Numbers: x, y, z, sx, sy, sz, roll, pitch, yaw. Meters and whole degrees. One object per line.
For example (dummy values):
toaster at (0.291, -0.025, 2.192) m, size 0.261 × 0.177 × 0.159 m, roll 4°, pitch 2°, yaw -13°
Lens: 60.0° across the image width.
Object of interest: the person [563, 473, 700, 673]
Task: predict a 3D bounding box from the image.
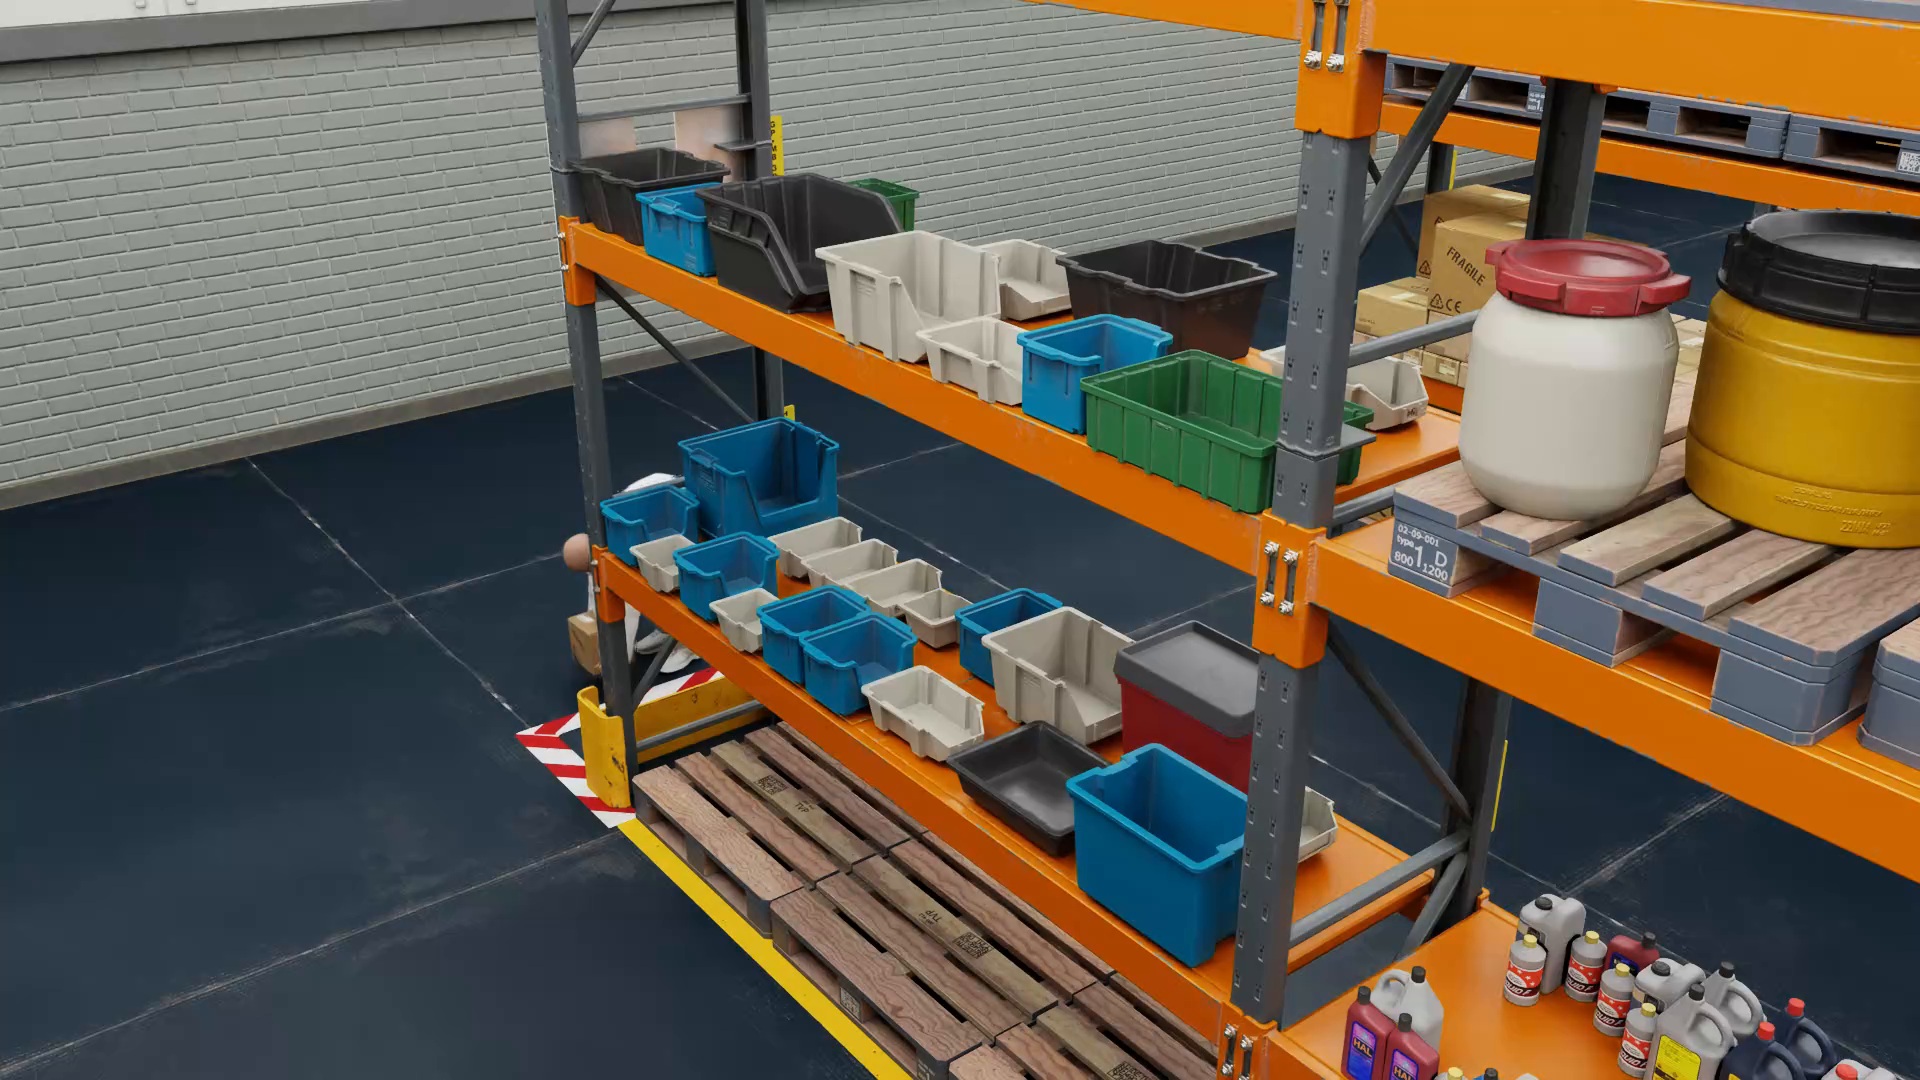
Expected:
person at (-1.720, 0.208, 9.024) m, size 0.576 × 1.066 × 0.946 m, roll 21°, pitch 32°, yaw 39°
